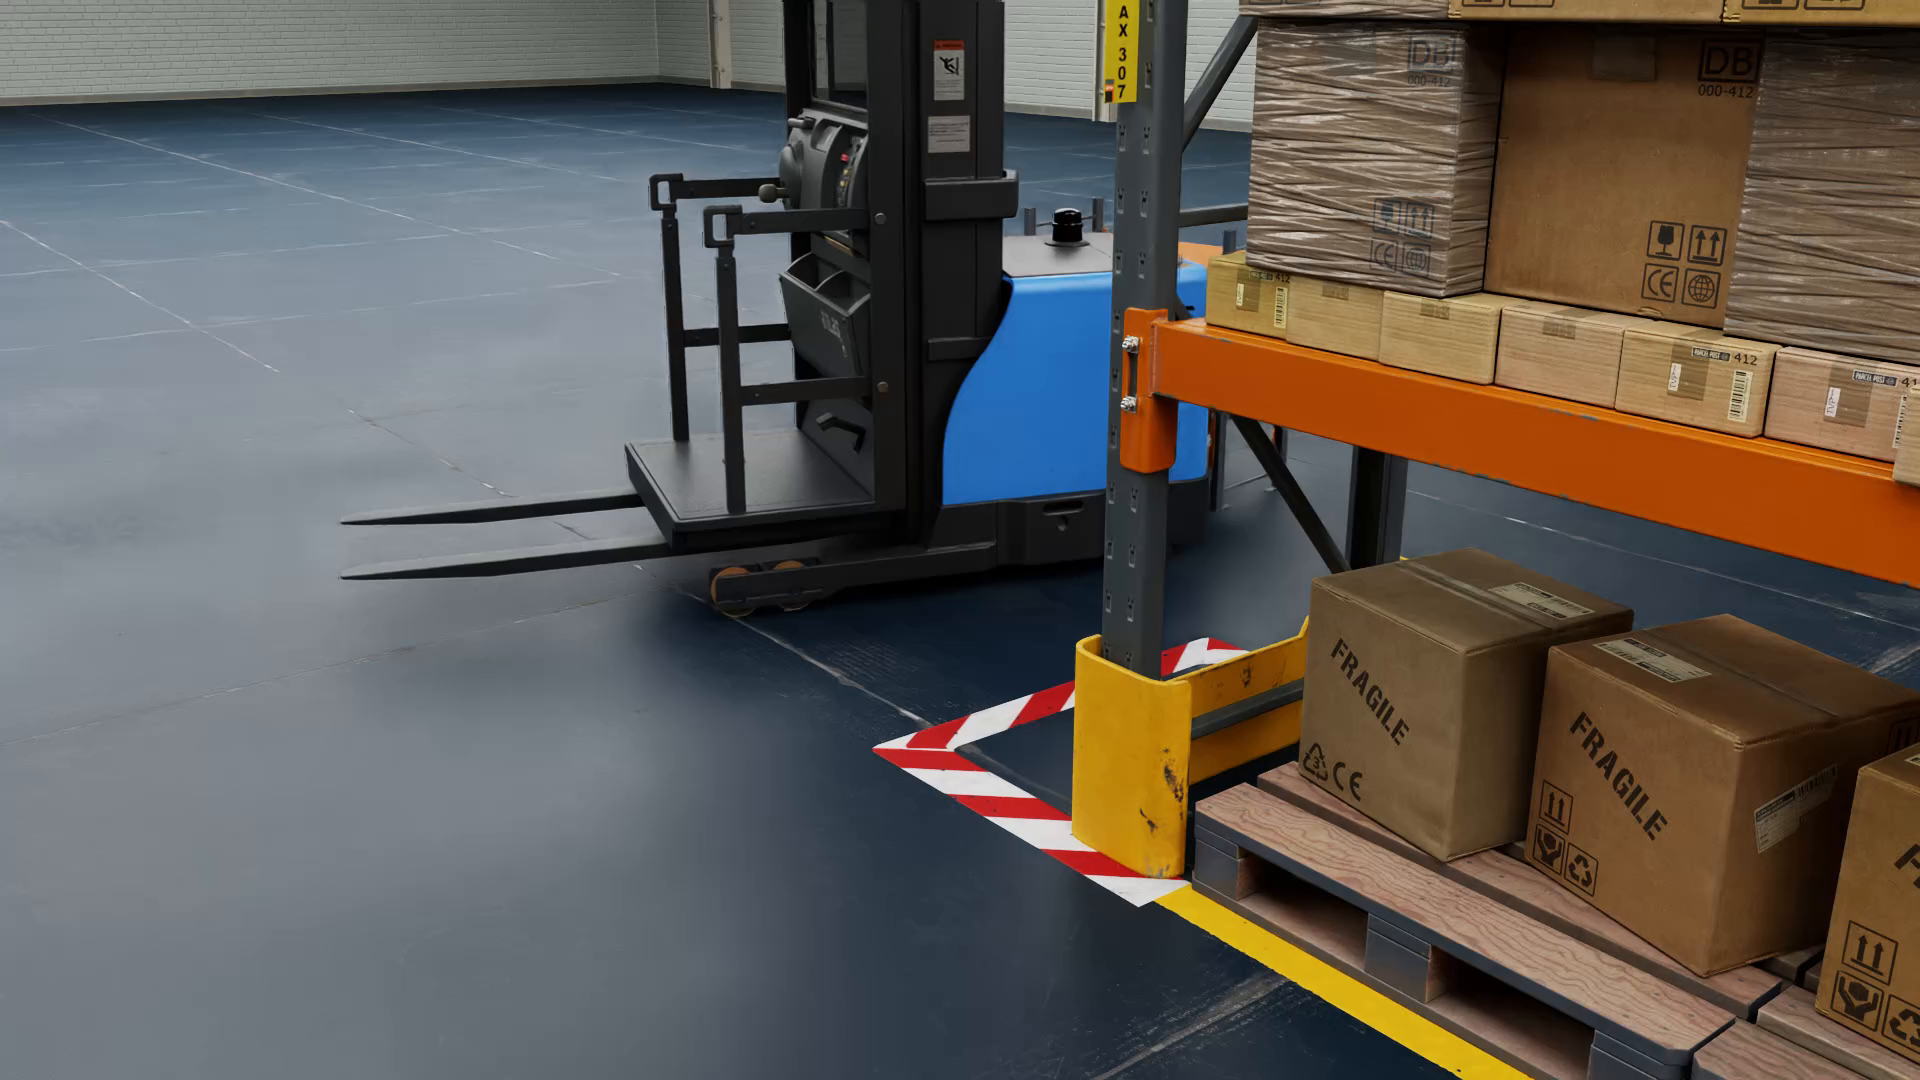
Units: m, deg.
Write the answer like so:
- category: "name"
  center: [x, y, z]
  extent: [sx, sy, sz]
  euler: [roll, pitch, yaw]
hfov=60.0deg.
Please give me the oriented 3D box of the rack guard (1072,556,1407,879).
- category: "rack guard"
  center: [0.818, 0.418, 4.305]
  extent: [1.175, 0.500, 0.348]
  euler: [-14, 23, -36]

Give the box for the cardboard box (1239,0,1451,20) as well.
- category: "cardboard box"
  center: [0.898, -1.262, 3.179]
  extent: [0.500, 0.500, 0.500]
  euler: [-14, 23, -36]

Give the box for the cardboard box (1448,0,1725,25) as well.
- category: "cardboard box"
  center: [1.203, -1.137, 2.803]
  extent: [0.500, 0.500, 0.500]
  euler: [-14, 23, -36]

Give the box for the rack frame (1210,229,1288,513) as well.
- category: "rack frame"
  center: [1.191, -0.703, 6.696]
  extent: [0.032, 1.125, 0.500]
  euler: [17, 25, 41]

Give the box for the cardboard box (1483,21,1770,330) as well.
- category: "cardboard box"
  center: [1.495, -0.735, 3.179]
  extent: [0.875, 0.500, 0.500]
  euler: [-14, 23, -36]

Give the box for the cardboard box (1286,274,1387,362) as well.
- category: "cardboard box"
  center: [0.901, -0.486, 3.458]
  extent: [0.380, 0.149, 0.250]
  euler: [-14, 23, -36]

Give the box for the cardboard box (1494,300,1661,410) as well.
- category: "cardboard box"
  center: [1.216, -0.364, 3.090]
  extent: [0.380, 0.149, 0.250]
  euler: [-14, 23, -36]

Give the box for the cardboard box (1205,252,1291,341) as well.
- category: "cardboard box"
  center: [0.761, -0.551, 3.656]
  extent: [0.380, 0.149, 0.250]
  euler: [-14, 23, -36]

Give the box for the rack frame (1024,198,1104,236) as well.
- category: "rack frame"
  center: [0.453, -0.923, 7.360]
  extent: [0.032, 1.125, 0.500]
  euler: [17, 25, 41]

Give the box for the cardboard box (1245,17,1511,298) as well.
- category: "cardboard box"
  center: [1.090, -0.835, 3.481]
  extent: [0.875, 0.500, 0.500]
  euler: [-14, 23, -36]

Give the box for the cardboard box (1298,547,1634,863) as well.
- category: "cardboard box"
  center: [1.145, 0.357, 3.821]
  extent: [0.500, 0.500, 0.500]
  euler: [-9, 20, -26]

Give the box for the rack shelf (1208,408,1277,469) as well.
- category: "rack shelf"
  center: [0.822, -0.581, 7.105]
  extent: [1.000, 0.278, 0.538]
  euler: [17, 25, 41]

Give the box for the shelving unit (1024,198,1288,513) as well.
- category: "shelving unit"
  center: [0.822, -0.813, 7.028]
  extent: [1.048, 1.125, 0.538]
  euler: [17, 25, 41]

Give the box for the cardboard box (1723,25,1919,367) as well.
- category: "cardboard box"
  center: [1.772, -0.604, 2.782]
  extent: [0.875, 0.500, 0.500]
  euler: [-14, 23, -36]

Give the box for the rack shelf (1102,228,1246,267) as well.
- category: "rack shelf"
  center: [0.822, -1.091, 6.936]
  extent: [1.000, 0.278, 0.538]
  euler: [17, 25, 41]

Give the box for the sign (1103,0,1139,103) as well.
- category: "sign"
  center: [0.345, -1.092, 3.513]
  extent: [0.100, 0.325, 0.005]
  euler: [-14, 23, -36]

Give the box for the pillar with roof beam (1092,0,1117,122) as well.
- category: "pillar with roof beam"
  center: [-1.019, -10.127, 22.631]
  extent: [9.100, 9.000, 0.400]
  euler: [-14, 23, -36]

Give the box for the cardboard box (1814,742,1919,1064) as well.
- category: "cardboard box"
  center: [1.917, 0.656, 2.919]
  extent: [0.500, 0.500, 0.500]
  euler: [-12, 22, -31]

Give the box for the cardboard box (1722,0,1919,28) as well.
- category: "cardboard box"
  center: [1.515, -1.015, 2.432]
  extent: [0.500, 0.500, 0.500]
  euler: [-14, 23, -36]

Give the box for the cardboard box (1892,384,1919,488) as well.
- category: "cardboard box"
  center: [1.616, -0.163, 2.482]
  extent: [0.380, 0.149, 0.250]
  euler: [-14, 23, -36]

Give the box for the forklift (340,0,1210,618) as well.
- category: "forklift"
  center: [-0.656, -1.318, 5.681]
  extent: [3.031, 2.935, 1.130]
  euler: [-6, 19, -19]

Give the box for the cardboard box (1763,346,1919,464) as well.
- category: "cardboard box"
  center: [1.542, -0.245, 2.729]
  extent: [0.380, 0.149, 0.250]
  euler: [-14, 23, -36]

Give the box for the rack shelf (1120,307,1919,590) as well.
- category: "rack shelf"
  center: [2.012, 0.047, 2.593]
  extent: [1.077, 0.370, 4.000]
  euler: [-14, 23, -36]

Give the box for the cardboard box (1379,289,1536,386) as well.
- category: "cardboard box"
  center: [1.044, -0.422, 3.263]
  extent: [0.380, 0.149, 0.250]
  euler: [-14, 23, -36]

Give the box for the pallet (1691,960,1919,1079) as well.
- category: "pallet"
  center: [2.048, 1.063, 2.818]
  extent: [1.003, 0.211, 1.213]
  euler: [-14, 23, -36]

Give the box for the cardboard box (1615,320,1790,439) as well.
- category: "cardboard box"
  center: [1.365, -0.301, 2.899]
  extent: [0.380, 0.149, 0.250]
  euler: [-14, 23, -36]

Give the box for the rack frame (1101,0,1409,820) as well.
- category: "rack frame"
  center: [0.771, -0.787, 3.969]
  extent: [1.000, 3.000, 0.127]
  euler: [-14, 23, -36]

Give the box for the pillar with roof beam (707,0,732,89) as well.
- category: "pillar with roof beam"
  center: [-8.469, -13.084, 31.561]
  extent: [9.100, 9.000, 0.400]
  euler: [-14, 23, -36]

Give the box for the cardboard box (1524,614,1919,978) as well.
- category: "cardboard box"
  center: [1.543, 0.498, 3.396]
  extent: [0.500, 0.500, 0.500]
  euler: [-8, 20, -22]

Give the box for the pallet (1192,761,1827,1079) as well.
- category: "pallet"
  center: [1.294, 0.762, 3.725]
  extent: [1.003, 0.211, 1.213]
  euler: [-14, 23, -36]
